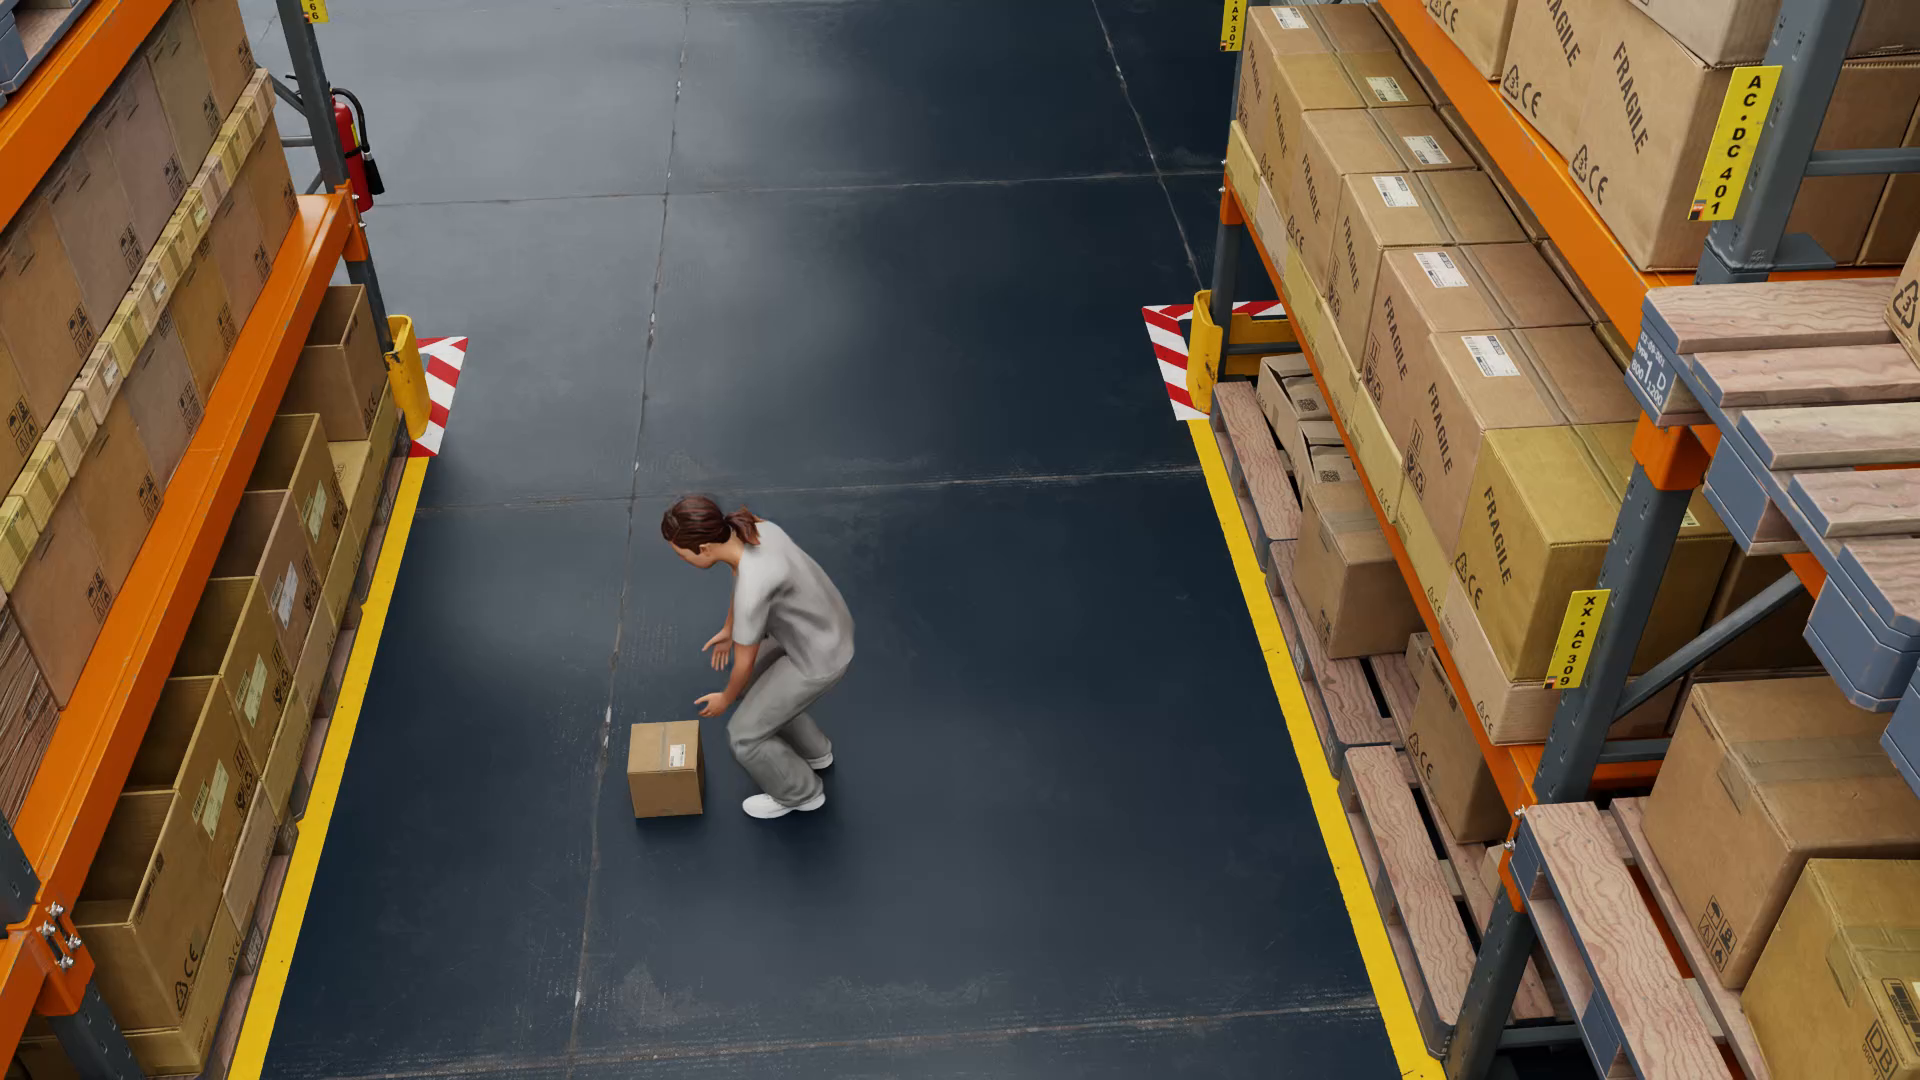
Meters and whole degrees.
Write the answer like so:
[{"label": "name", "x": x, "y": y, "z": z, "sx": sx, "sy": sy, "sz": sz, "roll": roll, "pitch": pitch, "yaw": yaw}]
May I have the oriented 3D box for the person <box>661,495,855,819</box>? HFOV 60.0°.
[{"label": "person", "x": -0.675, "y": 0.409, "z": 5.864, "sx": 0.616, "sy": 1.417, "sz": 0.490, "roll": -3, "pitch": 39, "yaw": -4}]
